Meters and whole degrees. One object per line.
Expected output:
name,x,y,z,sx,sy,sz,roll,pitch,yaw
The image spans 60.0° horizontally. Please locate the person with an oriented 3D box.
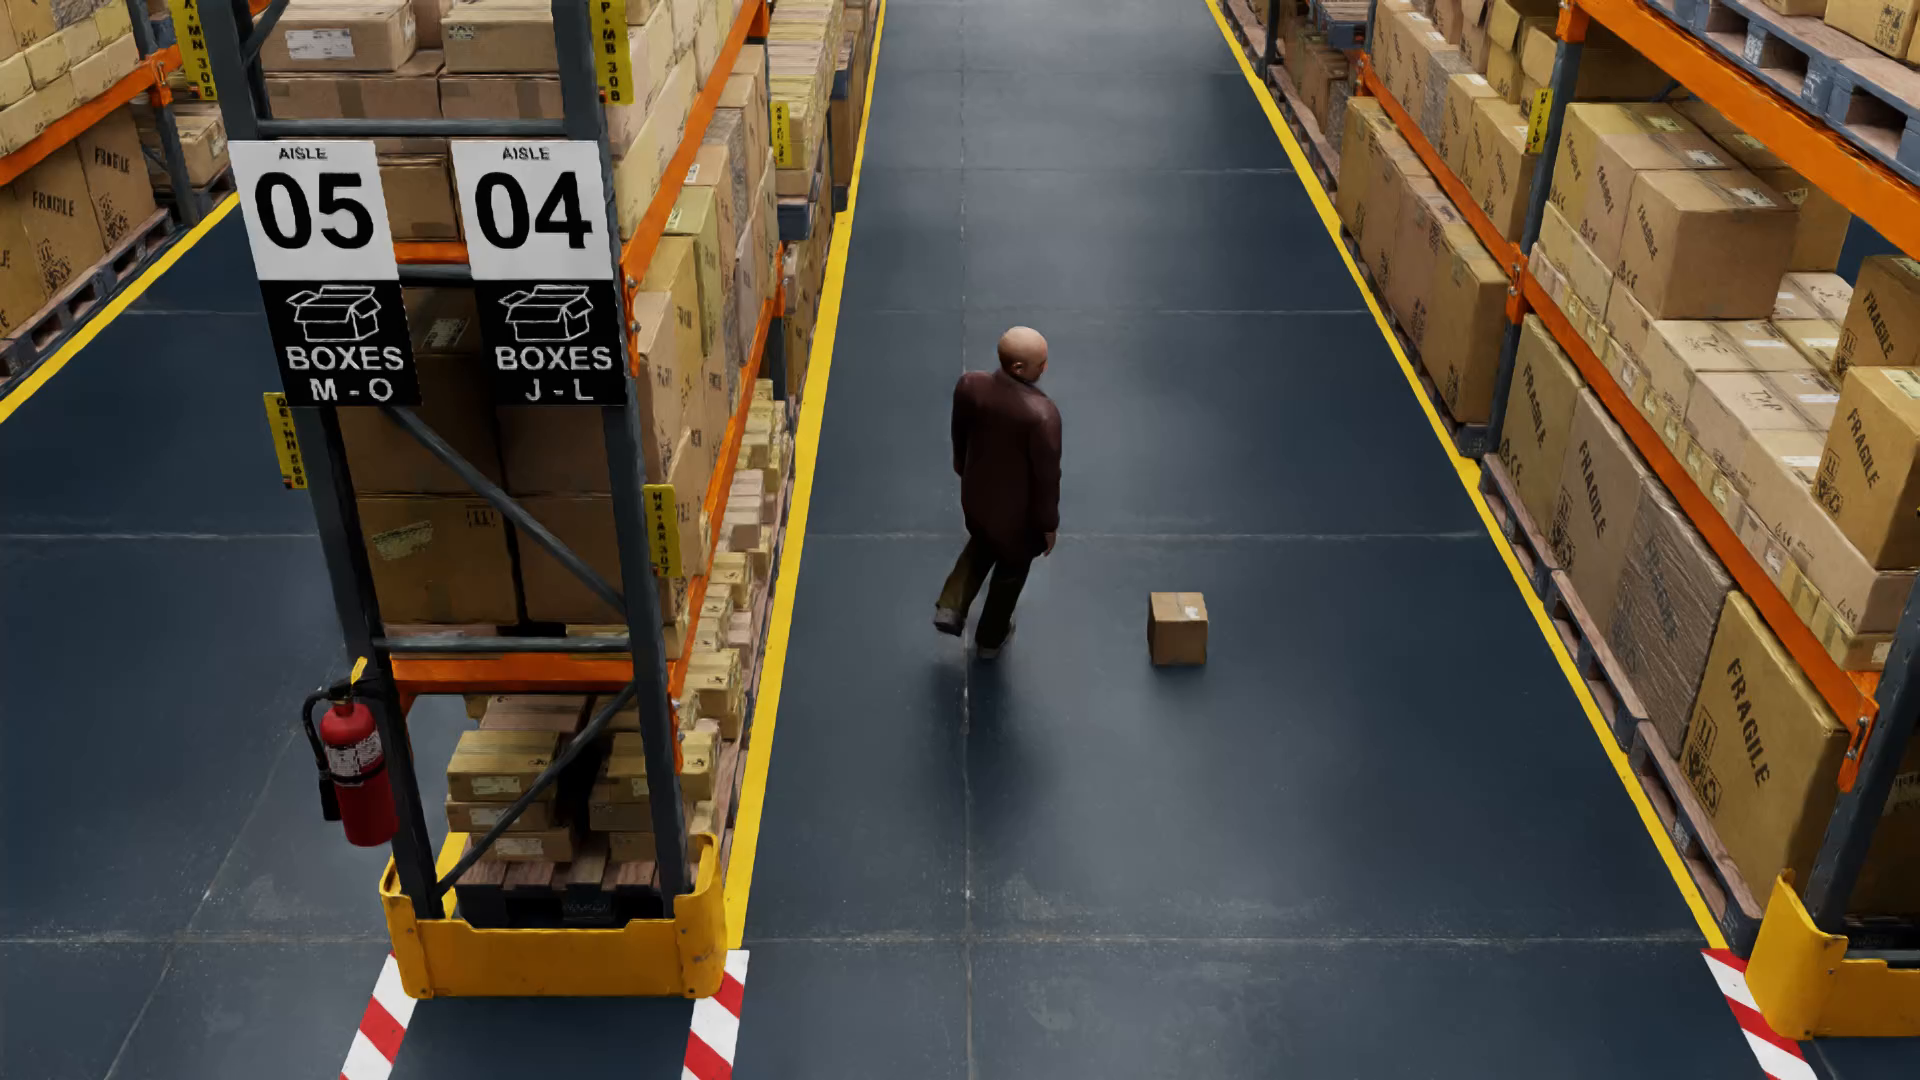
person,0.212,-0.182,7.464,0.651,1.761,0.600,19,36,29
